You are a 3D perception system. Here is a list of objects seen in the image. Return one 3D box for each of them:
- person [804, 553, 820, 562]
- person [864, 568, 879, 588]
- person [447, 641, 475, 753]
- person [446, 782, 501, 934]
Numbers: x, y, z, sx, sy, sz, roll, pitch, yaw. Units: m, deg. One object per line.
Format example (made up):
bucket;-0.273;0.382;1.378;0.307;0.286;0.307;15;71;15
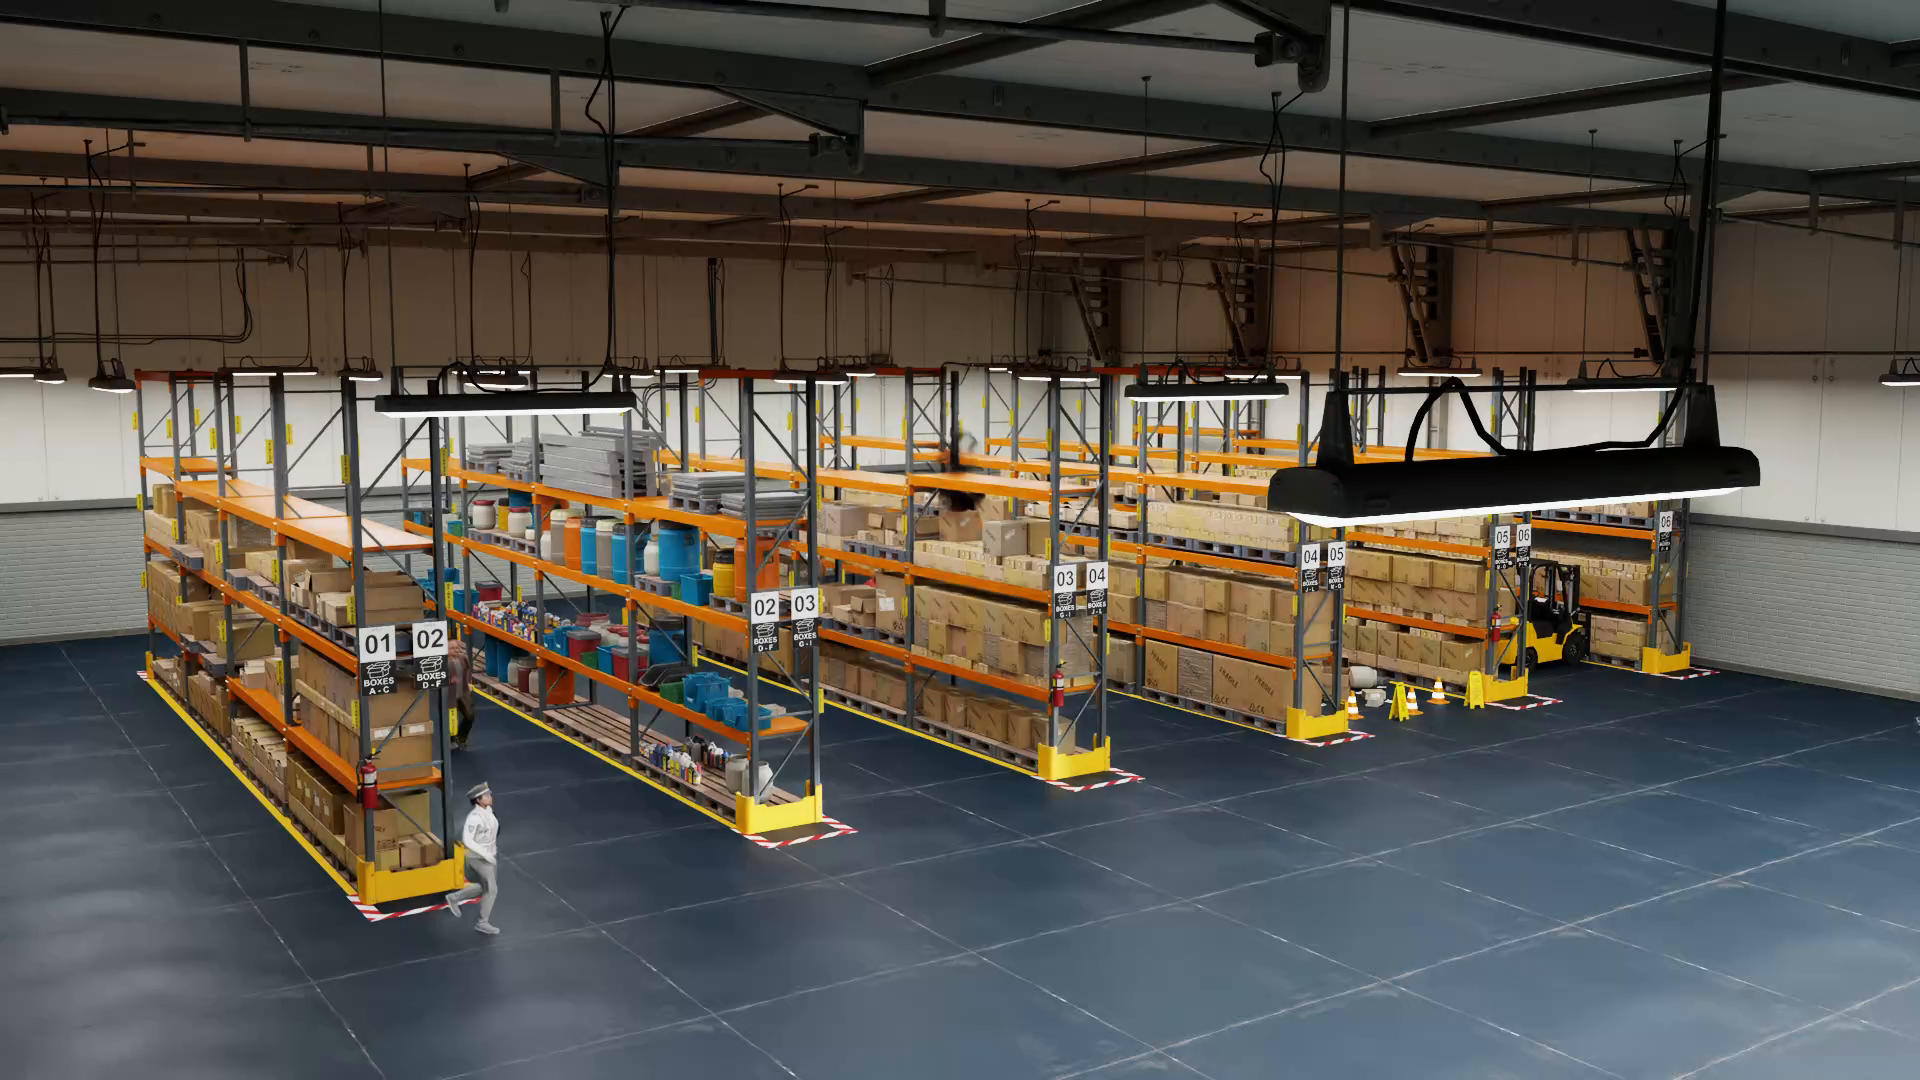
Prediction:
person;-3.688;0.720;41.461;0.673;1.775;0.970;5;8;40
person;-1.767;1.455;35.882;0.673;1.728;0.694;-3;7;-27
person;-7.952;2.497;26.302;0.687;1.805;0.733;-6;9;-41
person;-5.326;3.465;18.221;0.606;1.685;0.637;0;6;2
